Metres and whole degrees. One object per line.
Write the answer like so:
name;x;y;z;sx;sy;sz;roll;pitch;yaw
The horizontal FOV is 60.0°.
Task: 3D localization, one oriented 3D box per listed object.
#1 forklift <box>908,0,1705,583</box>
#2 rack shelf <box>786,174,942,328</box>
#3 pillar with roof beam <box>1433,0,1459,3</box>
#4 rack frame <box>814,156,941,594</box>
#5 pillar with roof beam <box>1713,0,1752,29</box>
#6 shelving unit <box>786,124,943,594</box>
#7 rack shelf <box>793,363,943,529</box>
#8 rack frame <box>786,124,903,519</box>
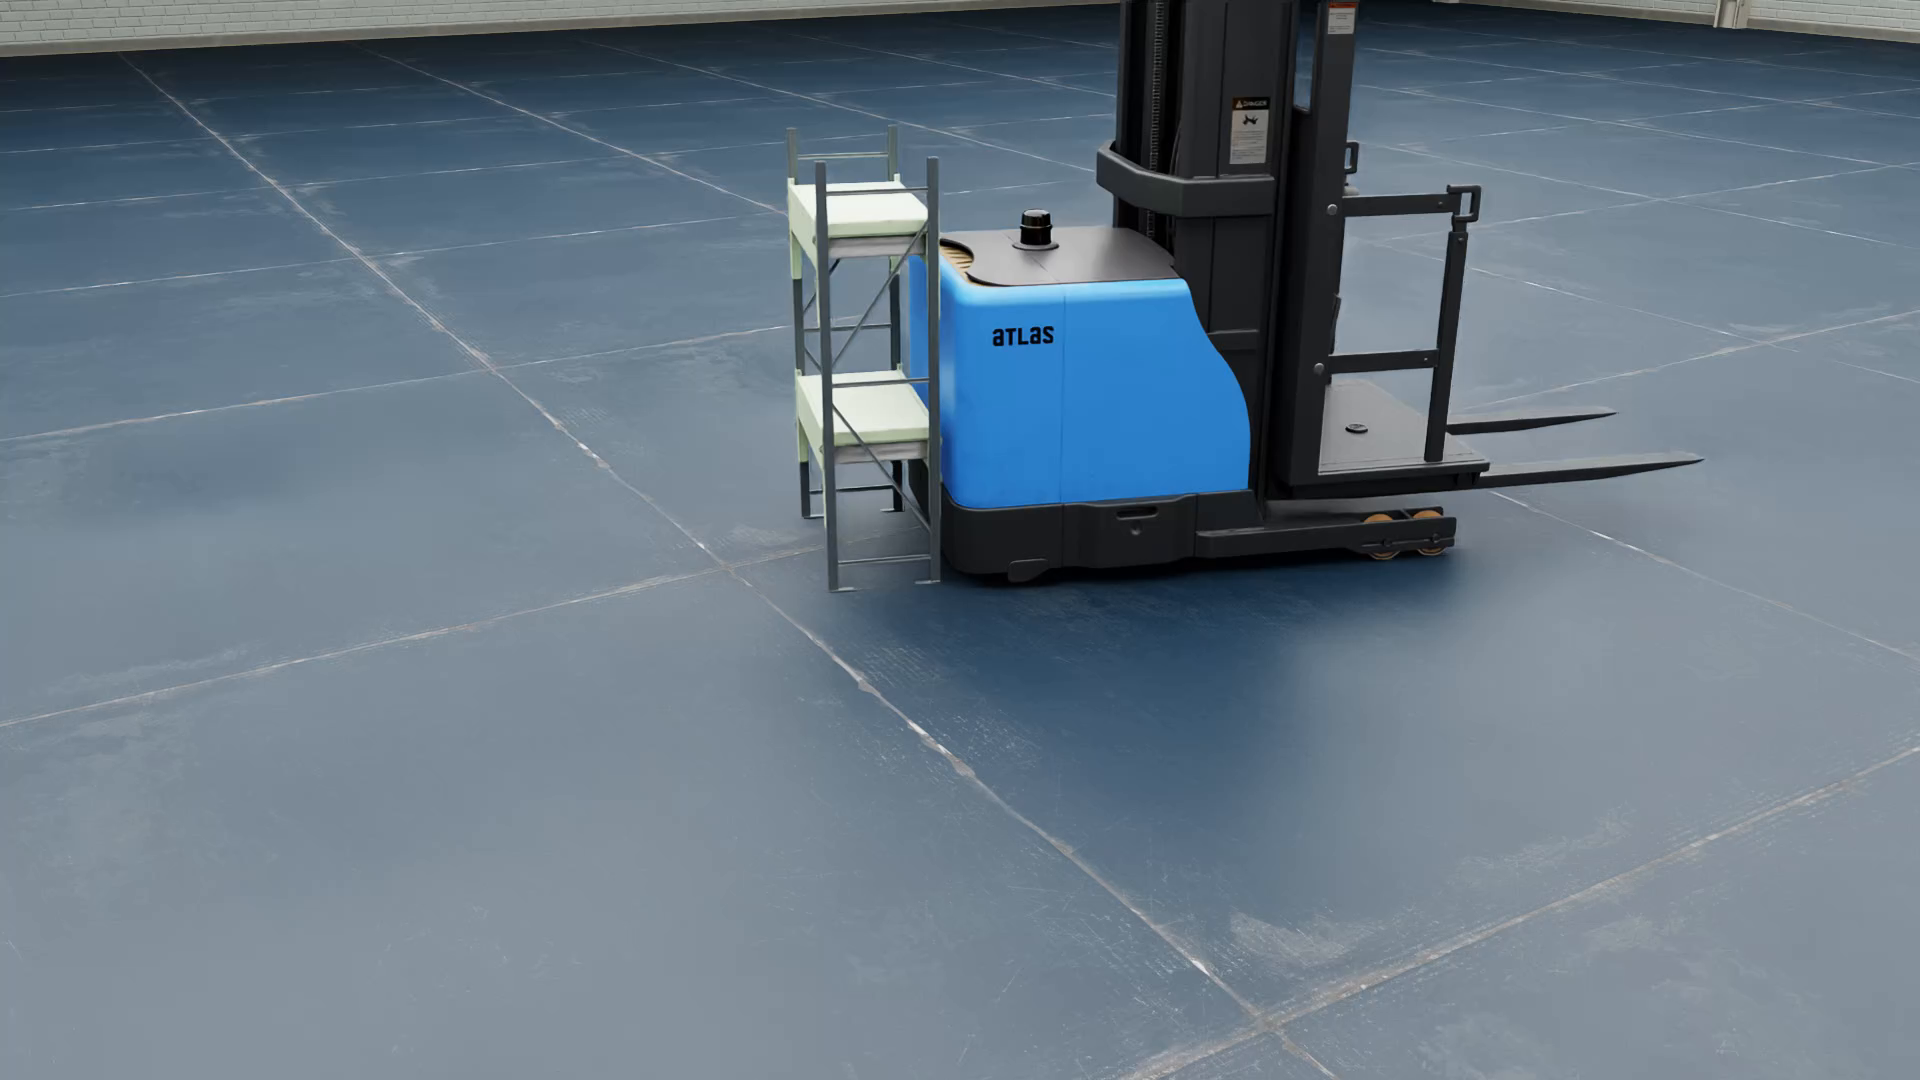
forklift;1.363;-1.473;6.044;3.031;2.935;1.130;-5;23;-11
rack shelf;-0.346;-1.022;5.799;0.431;0.370;0.720;-5;23;-12
pillar with roof beam;5.332;-13.332;27.162;9.100;9.000;0.400;-13;25;-28
rack frame;-0.267;-0.526;5.615;0.400;1.500;0.023;-5;23;-12
pillar with roof beam;8.397;-11.390;22.383;9.100;9.000;0.400;-13;25;-28
shelving unit;-0.346;-0.661;5.946;0.431;1.500;0.755;-5;23;-12
rack shelf;-0.346;-0.359;6.069;0.431;0.370;0.720;-5;23;-12
rack frame;-0.425;-0.796;6.277;0.400;1.500;0.023;-5;23;-12
